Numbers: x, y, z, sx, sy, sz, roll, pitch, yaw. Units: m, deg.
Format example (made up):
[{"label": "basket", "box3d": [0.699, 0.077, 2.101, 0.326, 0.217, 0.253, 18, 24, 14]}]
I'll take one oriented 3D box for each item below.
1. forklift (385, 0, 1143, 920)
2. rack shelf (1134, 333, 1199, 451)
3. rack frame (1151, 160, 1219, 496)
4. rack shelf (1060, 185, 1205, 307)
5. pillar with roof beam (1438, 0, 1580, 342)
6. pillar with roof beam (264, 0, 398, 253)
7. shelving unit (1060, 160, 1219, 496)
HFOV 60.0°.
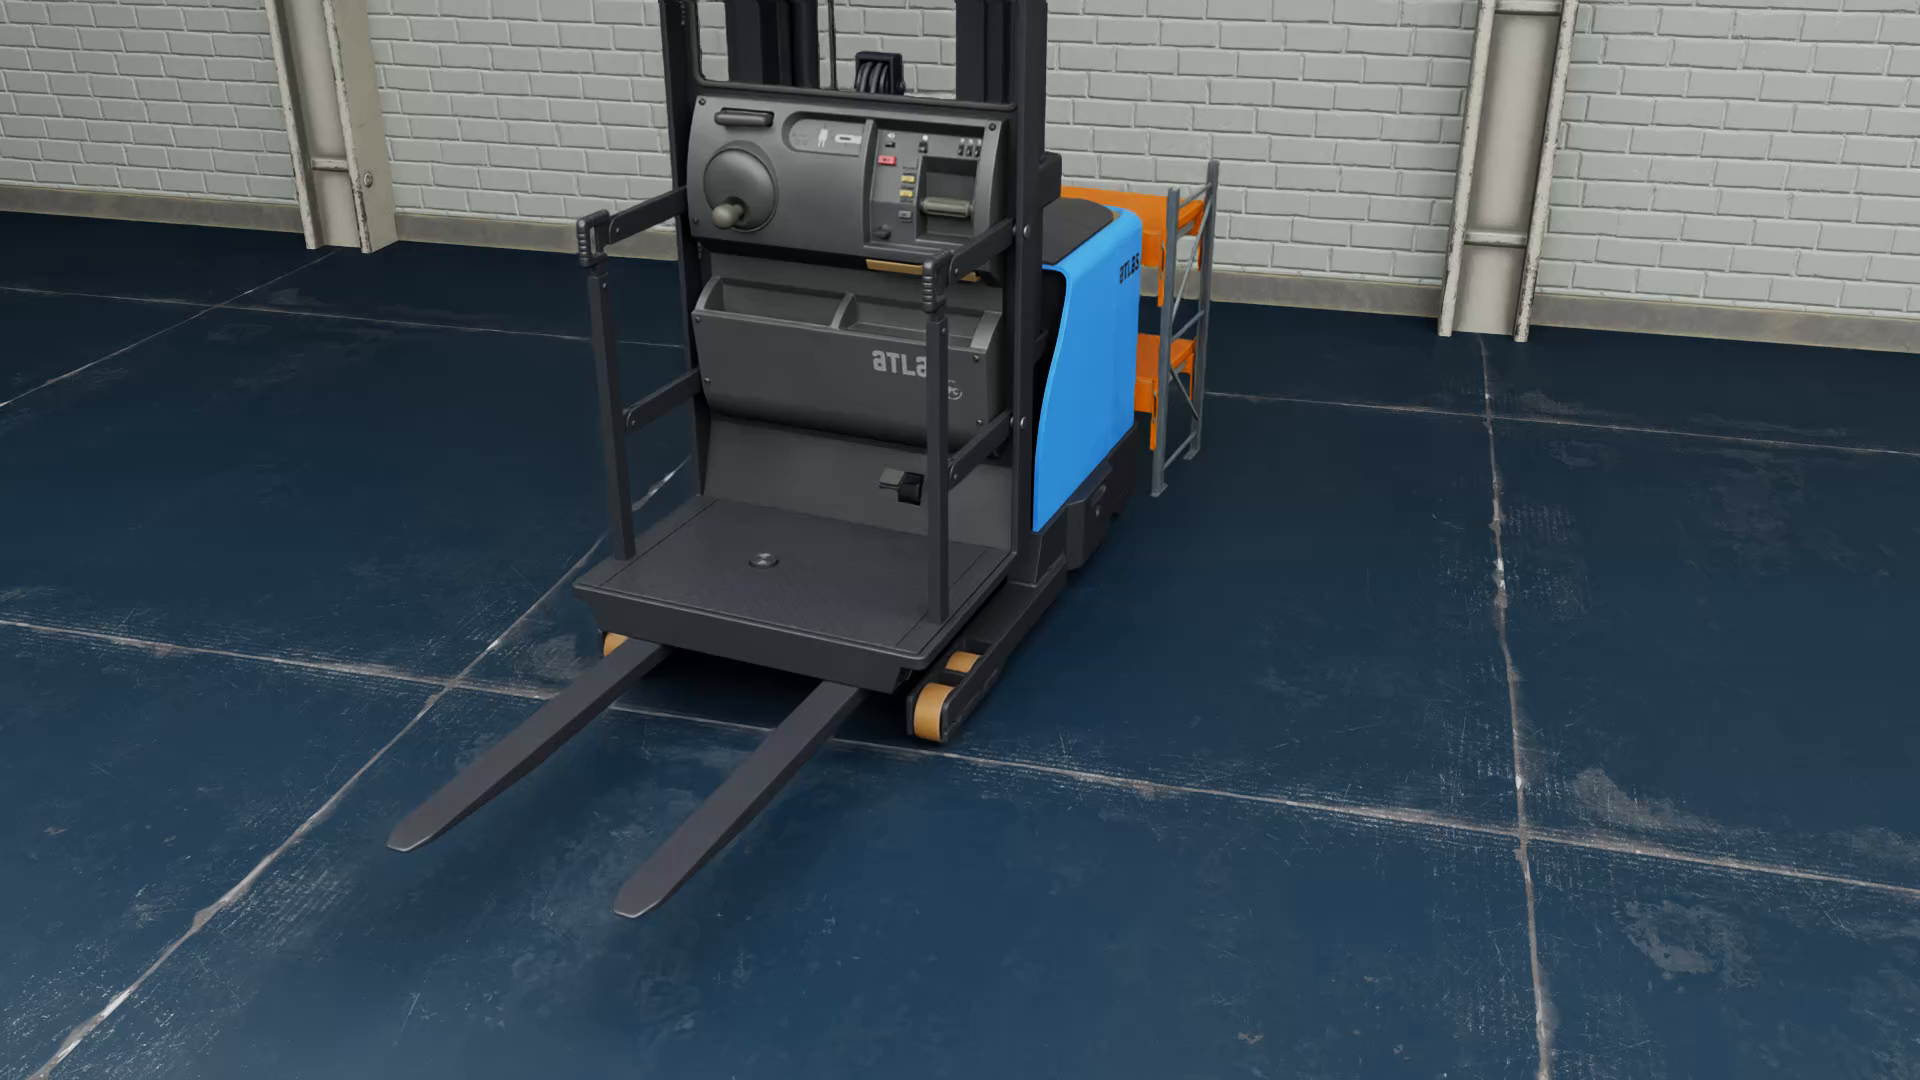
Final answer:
[{"label": "forklift", "box3d": [-0.410, -0.972, 4.381, 1.130, 2.935, 3.031, 10, 27, 21]}, {"label": "rack shelf", "box3d": [0.358, -0.639, 6.352, 1.000, 0.278, 0.538, 11, 28, 22]}, {"label": "rack frame", "box3d": [0.819, -0.768, 6.054, 0.032, 1.125, 0.500, 11, 28, 22]}, {"label": "rack shelf", "box3d": [0.358, -1.124, 6.121, 1.000, 0.278, 0.538, 11, 28, 22]}, {"label": "pillar with roof beam", "box3d": [1.388, -3.268, 2.145, 0.400, 9.000, 9.100, 6, 26, 13]}, {"label": "pillar with roof beam", "box3d": [-4.423, -3.910, 3.495, 0.400, 9.000, 9.100, 6, 26, 13]}, {"label": "shelving unit", "box3d": [0.358, -0.859, 6.247, 1.048, 1.125, 0.538, 11, 28, 22]}]
